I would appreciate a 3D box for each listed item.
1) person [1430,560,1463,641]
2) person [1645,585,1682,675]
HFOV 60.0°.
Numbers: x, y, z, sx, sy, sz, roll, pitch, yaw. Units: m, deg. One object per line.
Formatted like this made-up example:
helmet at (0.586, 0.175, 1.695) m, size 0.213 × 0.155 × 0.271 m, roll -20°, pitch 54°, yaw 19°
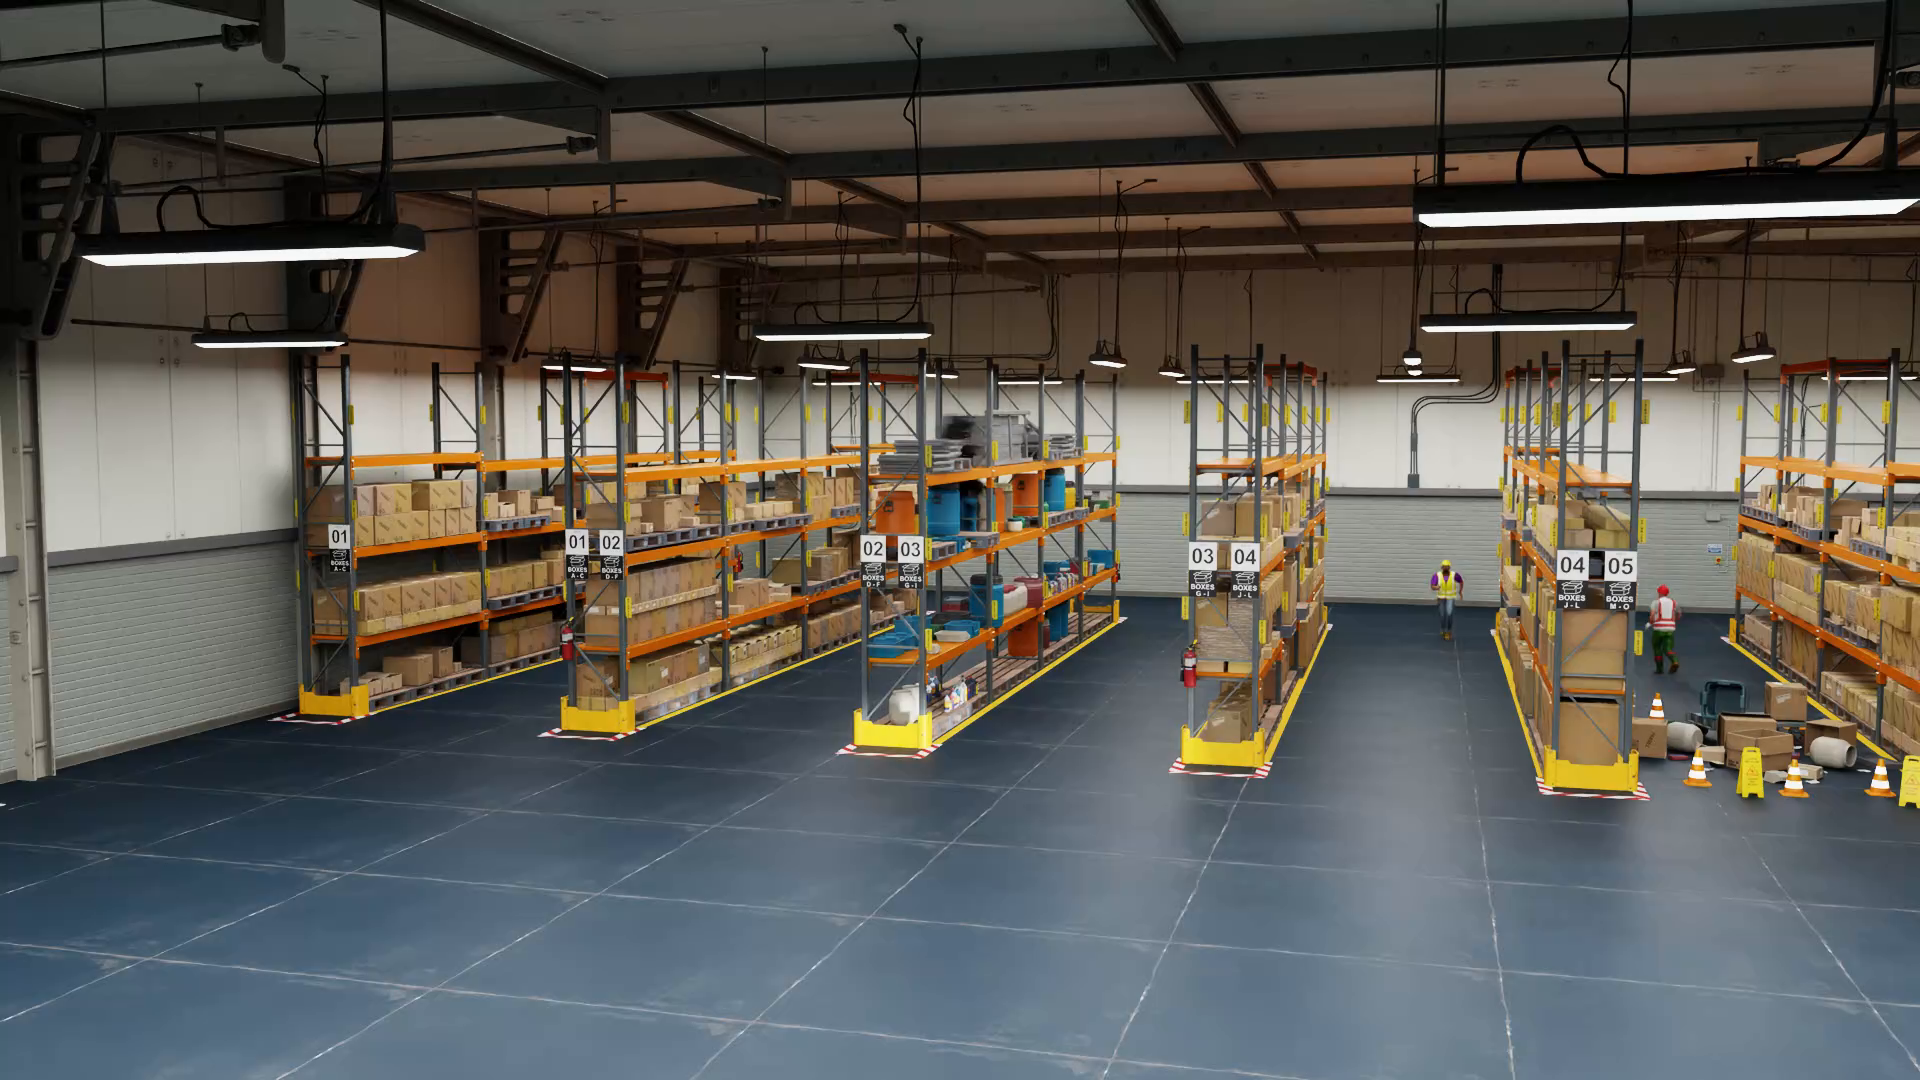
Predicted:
person at (10.857, 1.342, 37.144) m, size 0.676 × 1.811 × 0.827 m, roll 2°, pitch 5°, yaw 23°
person at (13.571, 1.745, 31.933) m, size 0.658 × 1.738 × 0.815 m, roll 0°, pitch 4°, yaw 0°
